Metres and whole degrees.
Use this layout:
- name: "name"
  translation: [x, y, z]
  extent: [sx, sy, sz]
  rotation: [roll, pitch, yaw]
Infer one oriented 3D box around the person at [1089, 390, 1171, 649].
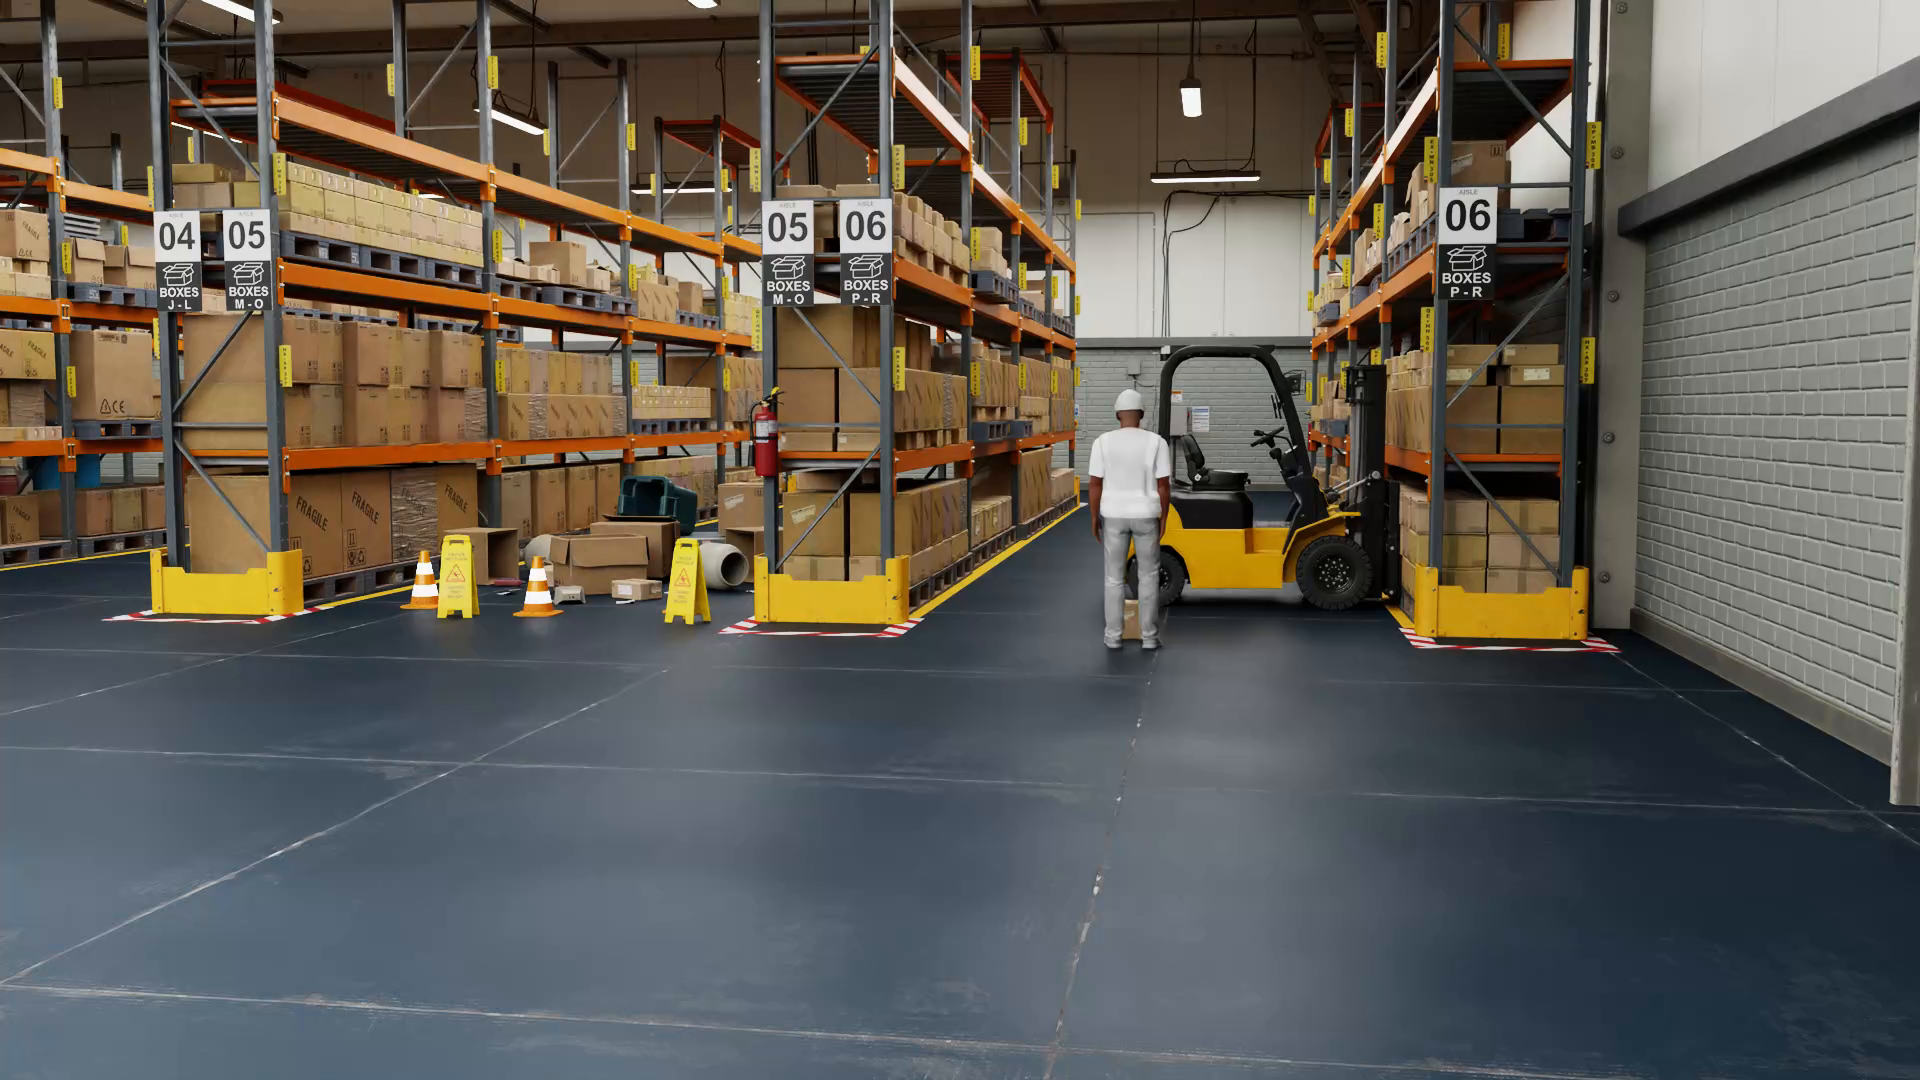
- name: "person"
  translation: [1.162, -0.142, 11.385]
  extent: [0.563, 1.767, 0.351]
  rotation: [1, 5, 10]
